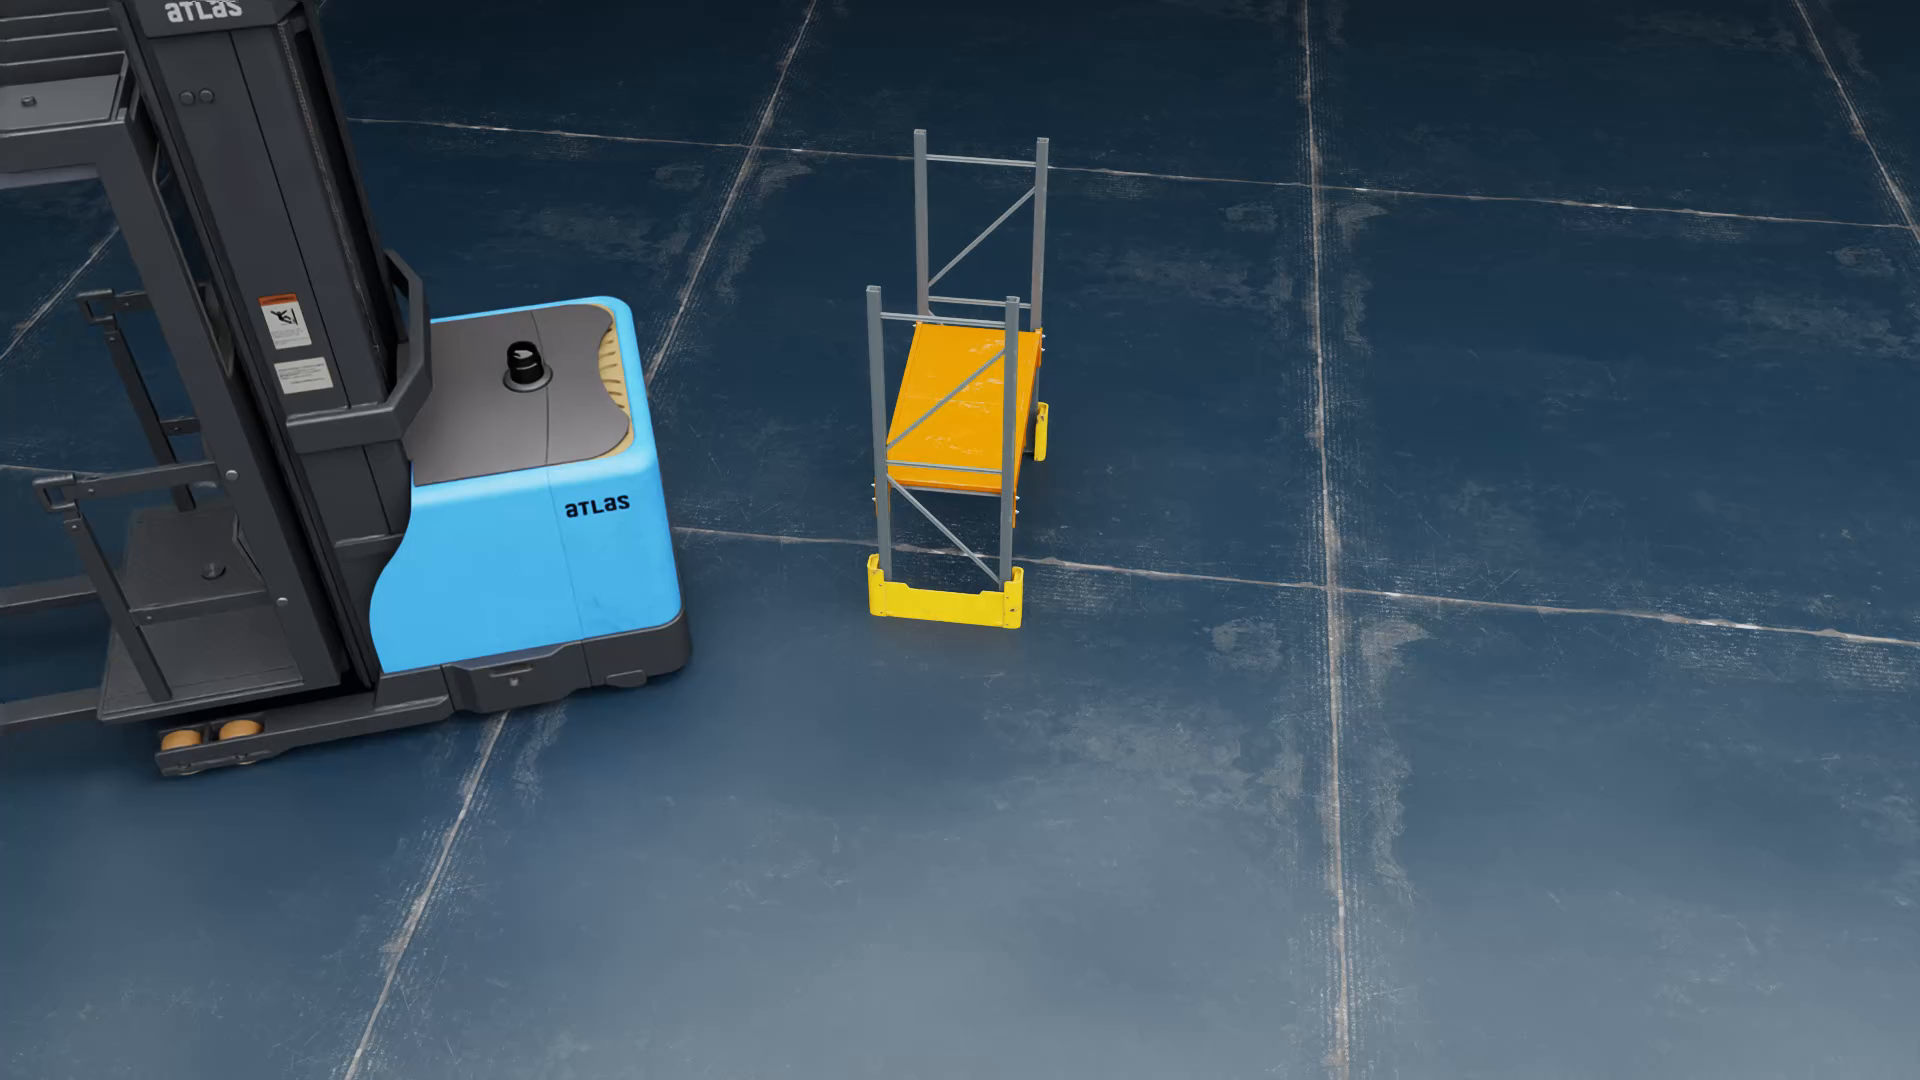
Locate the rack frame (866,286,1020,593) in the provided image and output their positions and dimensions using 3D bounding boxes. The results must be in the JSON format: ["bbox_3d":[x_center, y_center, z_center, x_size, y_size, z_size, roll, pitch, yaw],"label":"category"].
[{"bbox_3d":[-0.056,-0.256,5.930,0.500,1.500,0.032,5,44,6],"label":"rack frame"}]

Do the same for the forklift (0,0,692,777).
[{"bbox_3d":[-2.573,-0.638,5.292,3.031,2.935,1.130,-10,44,-10],"label":"forklift"}]

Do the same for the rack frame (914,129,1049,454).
[{"bbox_3d":[0.078,-0.949,6.662,0.500,1.500,0.032,5,44,6],"label":"rack frame"}]

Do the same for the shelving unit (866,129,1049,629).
[{"bbox_3d":[0.010,-0.597,6.289,0.587,1.500,1.083,5,44,6],"label":"shelving unit"}]

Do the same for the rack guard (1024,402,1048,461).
[{"bbox_3d":[0.076,-0.482,7.077,0.587,0.250,0.087,5,44,6],"label":"rack guard"}]

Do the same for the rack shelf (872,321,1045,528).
[{"bbox_3d":[0.011,-0.472,6.419,0.538,0.185,1.000,5,44,6],"label":"rack shelf"}]

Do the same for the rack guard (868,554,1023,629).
[{"bbox_3d":[-0.056,0.197,6.360,0.587,0.250,0.087,5,44,6],"label":"rack guard"}]
